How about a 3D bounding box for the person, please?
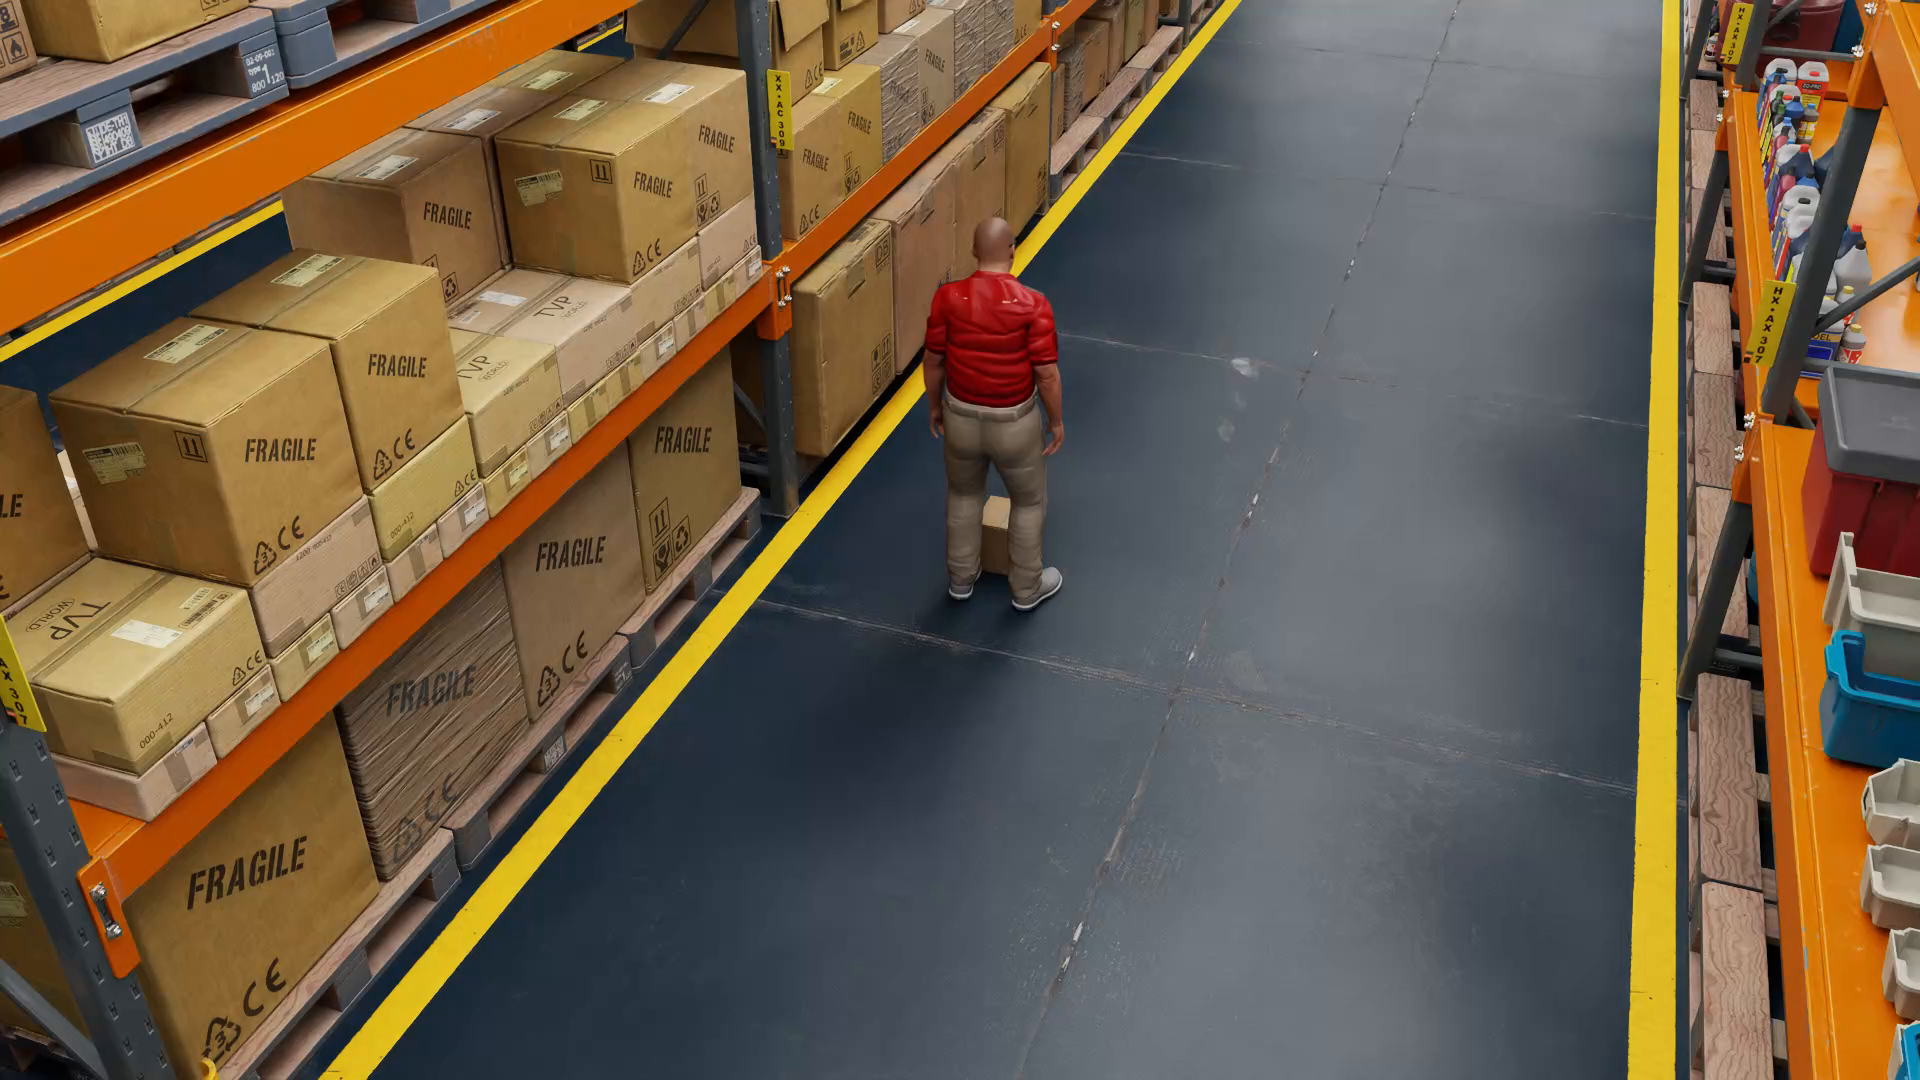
[{"bbox_3d":[0.141,-0.500,6.921,0.588,1.726,0.390,10,34,14],"label":"person"}]
